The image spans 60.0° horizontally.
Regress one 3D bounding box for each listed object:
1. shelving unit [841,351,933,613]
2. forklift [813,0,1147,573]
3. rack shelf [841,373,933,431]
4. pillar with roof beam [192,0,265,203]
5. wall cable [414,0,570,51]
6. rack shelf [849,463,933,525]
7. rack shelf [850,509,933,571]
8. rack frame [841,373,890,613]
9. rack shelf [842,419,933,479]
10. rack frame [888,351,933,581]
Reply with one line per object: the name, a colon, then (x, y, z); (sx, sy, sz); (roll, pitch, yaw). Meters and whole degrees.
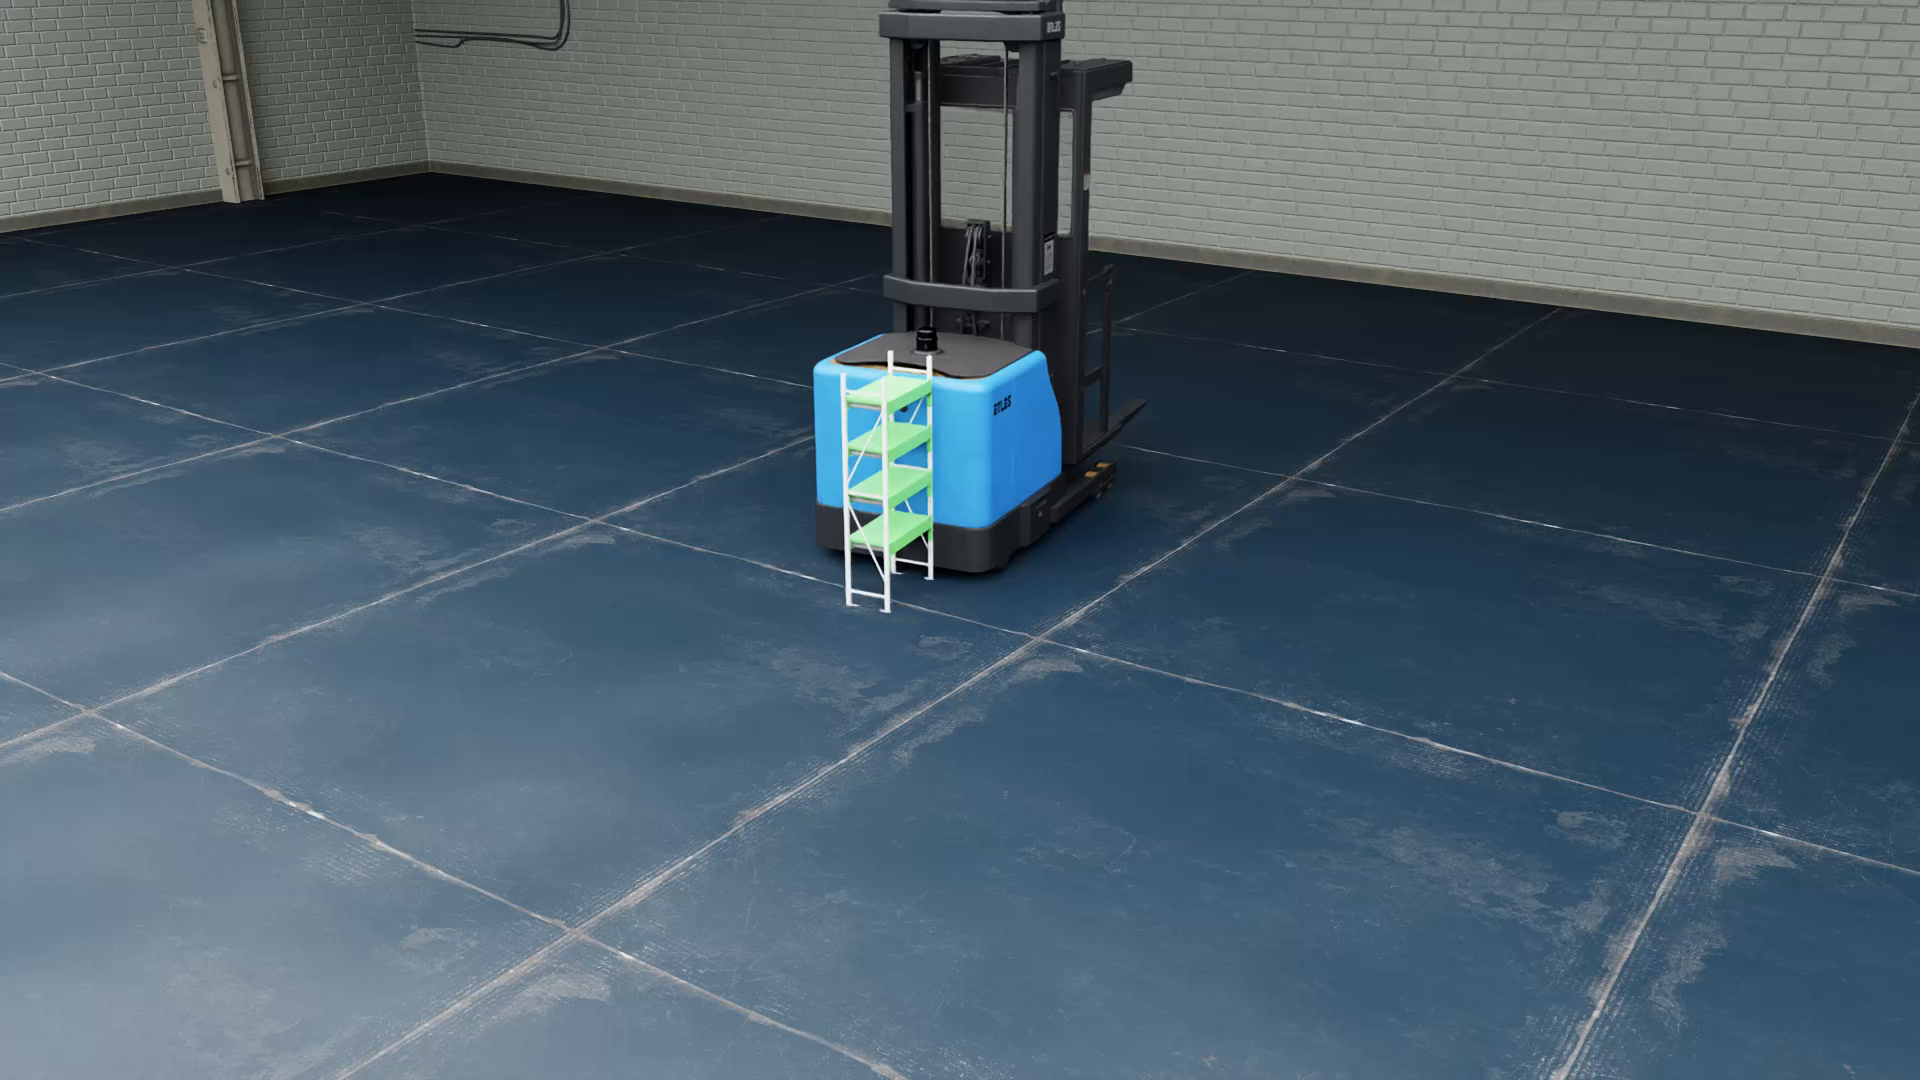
shelving unit: (-0.355, -0.294, 8.329); (0.258, 1.200, 0.503); (9, 22, 24)
forklift: (0.303, -1.678, 9.577); (1.130, 2.935, 3.031); (9, 22, 24)
rack shelf: (-0.355, -0.684, 8.185); (0.258, 0.148, 0.480); (9, 22, 24)
pillar with roof beam: (-5.364, -7.617, 16.885); (9.100, 9.000, 0.400); (13, 24, 32)
wall cable: (-6.174, -7.587, 21.281); (3.097, 2.526, 0.112); (13, 24, 32)
rack shelf: (-0.355, -0.234, 8.351); (0.258, 0.148, 0.480); (9, 22, 24)
rack shelf: (-0.355, -0.009, 8.435); (0.258, 0.148, 0.480); (9, 22, 24)
rack frame: (-0.459, -0.217, 8.122); (0.240, 1.200, 0.015); (9, 22, 24)
rack shelf: (-0.355, -0.459, 8.268); (0.258, 0.148, 0.480); (9, 22, 24)
rack frame: (-0.251, -0.370, 8.536); (0.240, 1.200, 0.015); (9, 22, 24)
